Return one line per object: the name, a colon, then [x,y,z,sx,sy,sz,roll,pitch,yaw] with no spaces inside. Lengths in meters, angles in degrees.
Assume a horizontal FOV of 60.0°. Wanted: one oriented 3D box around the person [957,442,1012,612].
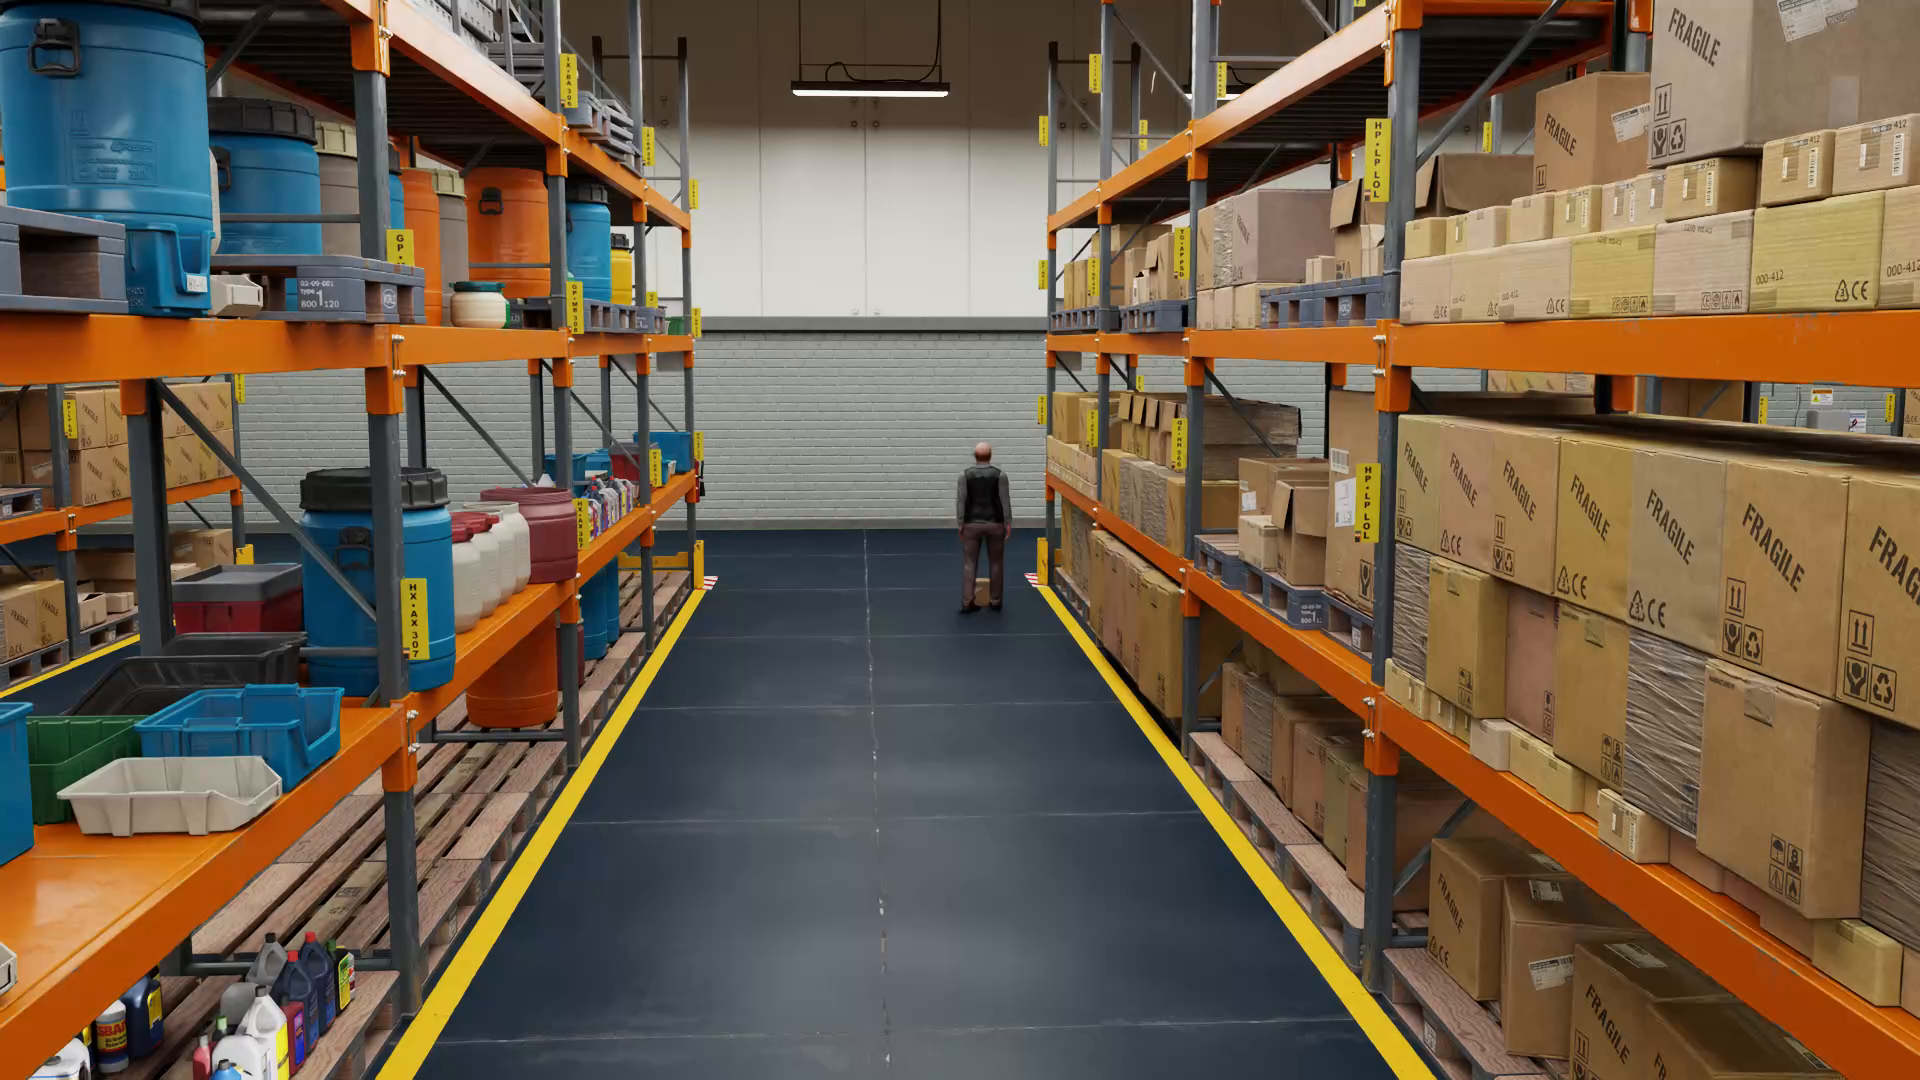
person: [0.250,-0.131,16.965,0.566,1.739,0.475,0,7,2]
